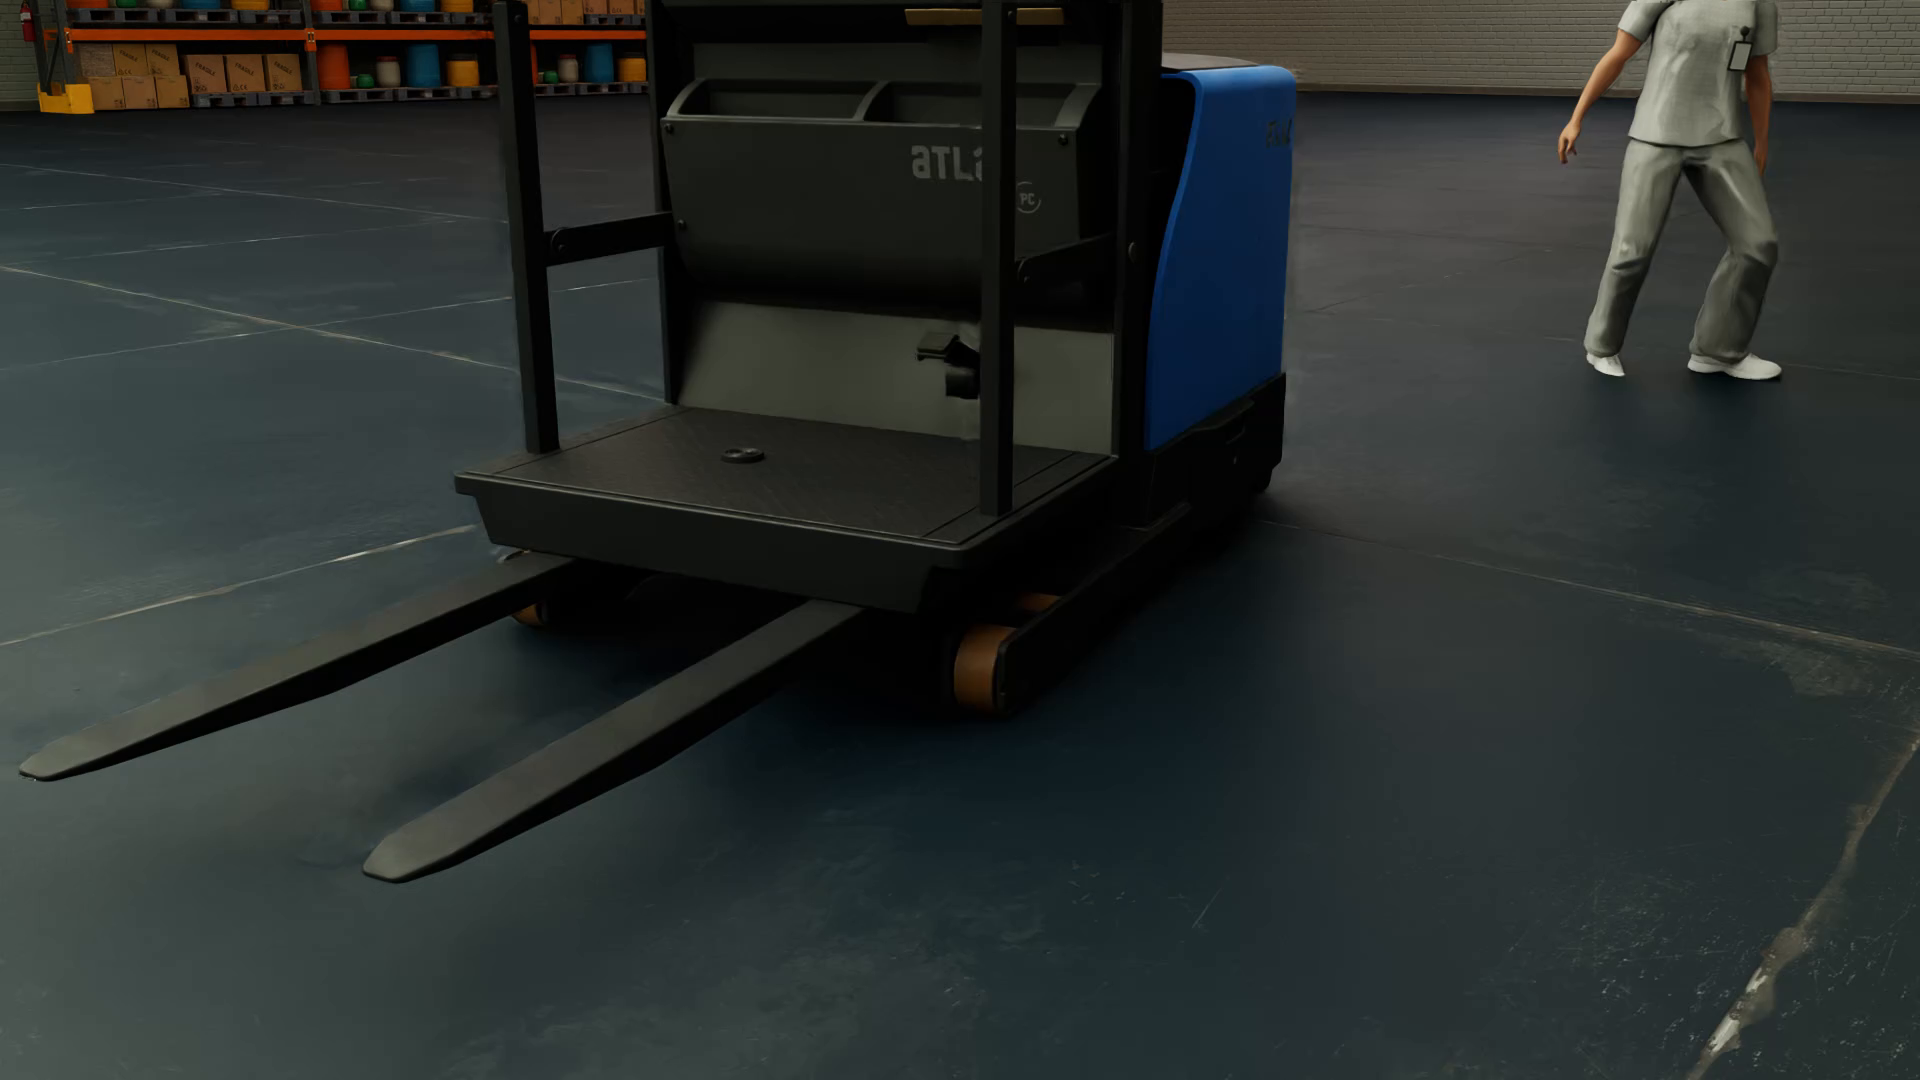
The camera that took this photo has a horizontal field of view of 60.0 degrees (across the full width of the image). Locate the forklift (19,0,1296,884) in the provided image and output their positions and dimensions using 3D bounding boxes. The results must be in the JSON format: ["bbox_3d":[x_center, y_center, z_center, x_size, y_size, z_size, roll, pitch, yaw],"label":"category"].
[{"bbox_3d":[-0.263,-1.237,2.973,1.130,2.935,3.031,8,19,25],"label":"forklift"}]

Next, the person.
[{"bbox_3d":[2.454,-1.341,5.665,0.801,1.651,0.463,2,17,5],"label":"person"}]
